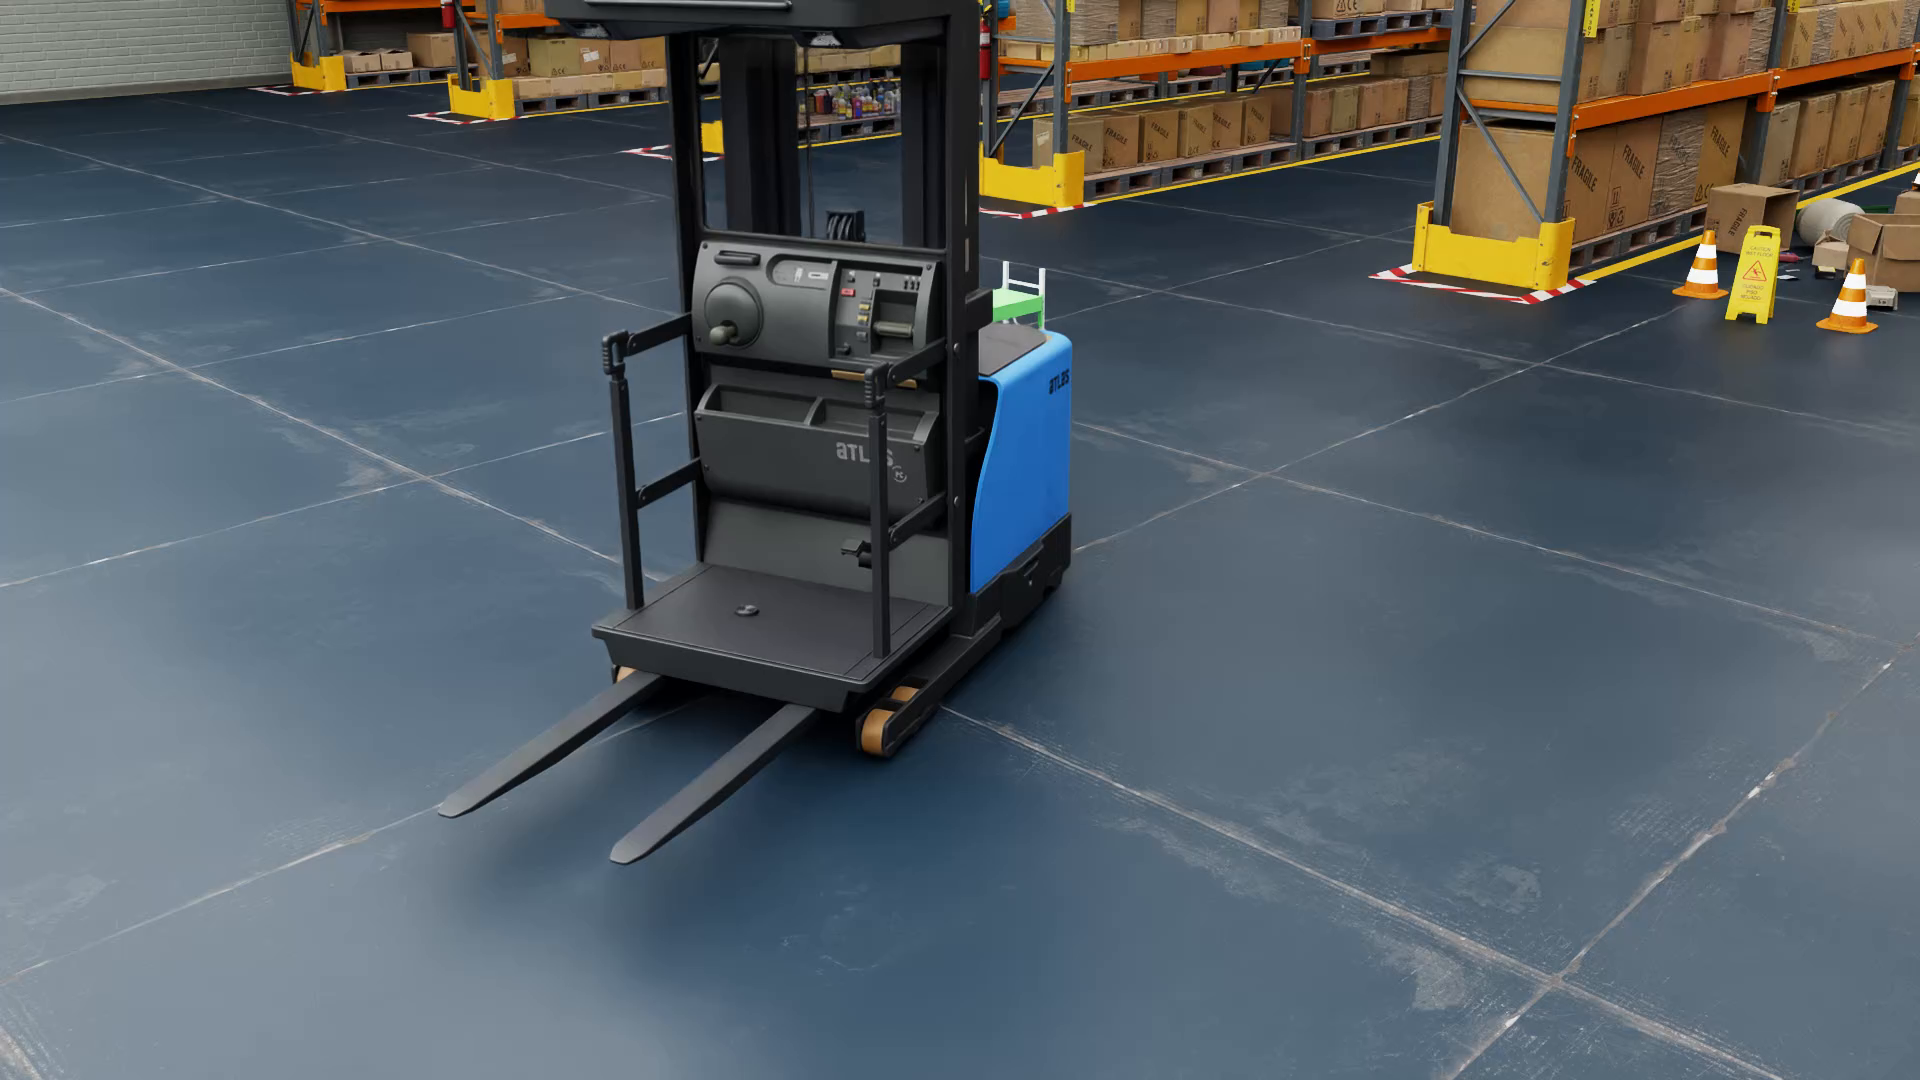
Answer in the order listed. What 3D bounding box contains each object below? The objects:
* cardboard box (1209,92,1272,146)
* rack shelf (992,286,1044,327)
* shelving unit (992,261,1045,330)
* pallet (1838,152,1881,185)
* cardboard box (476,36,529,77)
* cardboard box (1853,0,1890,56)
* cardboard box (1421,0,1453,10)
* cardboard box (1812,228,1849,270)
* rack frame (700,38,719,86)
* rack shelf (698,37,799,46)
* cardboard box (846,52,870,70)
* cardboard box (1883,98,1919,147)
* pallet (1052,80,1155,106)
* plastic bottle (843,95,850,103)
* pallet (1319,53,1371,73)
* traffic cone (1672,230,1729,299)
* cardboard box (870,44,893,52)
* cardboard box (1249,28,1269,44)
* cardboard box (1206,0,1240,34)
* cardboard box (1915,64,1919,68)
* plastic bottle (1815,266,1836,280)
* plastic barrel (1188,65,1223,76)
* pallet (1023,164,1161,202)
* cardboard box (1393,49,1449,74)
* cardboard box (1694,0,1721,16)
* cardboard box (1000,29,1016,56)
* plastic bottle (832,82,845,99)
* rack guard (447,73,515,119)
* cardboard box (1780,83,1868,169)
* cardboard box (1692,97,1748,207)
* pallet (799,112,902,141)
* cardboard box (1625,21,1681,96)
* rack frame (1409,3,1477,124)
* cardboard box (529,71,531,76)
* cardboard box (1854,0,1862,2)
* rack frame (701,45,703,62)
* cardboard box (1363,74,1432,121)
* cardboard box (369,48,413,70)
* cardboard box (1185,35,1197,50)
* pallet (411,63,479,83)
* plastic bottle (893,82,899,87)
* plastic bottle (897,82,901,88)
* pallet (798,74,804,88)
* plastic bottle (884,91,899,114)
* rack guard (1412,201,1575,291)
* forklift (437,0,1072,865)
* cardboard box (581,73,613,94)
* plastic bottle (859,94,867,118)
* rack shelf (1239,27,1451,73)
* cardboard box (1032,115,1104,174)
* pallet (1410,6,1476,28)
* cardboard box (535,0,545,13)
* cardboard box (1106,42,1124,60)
[{"bbox_3d":[3.102,-4.680,18.467,0.500,0.500,0.500,18,28,39],"label":"cardboard box"},{"bbox_3d":[0.115,-0.991,7.321,0.258,0.148,0.480,19,28,41],"label":"rack shelf"},{"bbox_3d":[0.115,-0.603,7.470,0.258,1.200,0.503,19,28,41],"label":"shelving unit"},{"bbox_3d":[9.079,-4.019,17.736,1.003,0.211,1.213,19,28,41],"label":"pallet"},{"bbox_3d":[-6.315,-6.670,22.950,0.500,0.500,0.500,19,28,41],"label":"cardboard box"},{"bbox_3d":[8.864,-5.111,16.553,0.500,0.500,0.500,19,28,40],"label":"cardboard box"},{"bbox_3d":[5.534,-6.697,20.092,0.500,0.500,0.700,-15,26,-34],"label":"cardboard box"},{"bbox_3d":[7.013,-2.297,13.180,0.258,0.266,0.396,-14,25,-33],"label":"cardboard box"},{"bbox_3d":[-2.929,-5.955,18.886,1.000,3.000,0.127,19,28,41],"label":"rack frame"},{"bbox_3d":[-1.534,-6.133,20.352,1.077,0.370,4.000,19,28,41],"label":"rack shelf"},{"bbox_3d":[-1.797,-7.706,26.690,0.500,0.250,0.500,-19,28,-41],"label":"cardboard box"},{"bbox_3d":[10.360,-4.651,18.394,0.500,0.500,0.500,18,27,38],"label":"cardboard box"},{"bbox_3d":[2.083,-6.520,24.243,1.003,0.211,1.213,19,28,41],"label":"pallet"},{"bbox_3d":[-1.440,-5.554,21.130,0.097,0.201,0.097,0,21,0],"label":"plastic bottle"},{"bbox_3d":[6.778,-8.251,28.748,1.003,0.211,1.213,19,28,41],"label":"pallet"},{"bbox_3d":[5.490,-2.045,12.249,0.336,0.463,0.334,19,28,41],"label":"traffic cone"},{"bbox_3d":[-1.442,-8.095,26.919,0.500,0.311,0.500,19,28,40],"label":"cardboard box"},{"bbox_3d":[3.072,-5.386,17.756,0.380,0.149,0.250,19,28,41],"label":"cardboard box"},{"bbox_3d":[2.401,-5.555,17.292,0.875,0.500,0.500,19,28,41],"label":"cardboard box"},{"bbox_3d":[11.046,-5.254,18.917,0.500,0.250,0.500,20,28,41],"label":"cardboard box"},{"bbox_3d":[6.716,-2.082,12.905,0.133,0.061,0.283,9,23,23],"label":"plastic bottle"},{"bbox_3d":[3.768,-7.502,25.687,0.600,0.588,0.708,19,28,41],"label":"plastic barrel"},{"bbox_3d":[1.264,-3.633,16.732,1.003,0.211,1.213,19,28,41],"label":"pallet"},{"bbox_3d":[5.754,-5.980,20.778,0.500,0.250,0.500,-19,28,-40],"label":"cardboard box"},{"bbox_3d":[5.835,-4.689,13.878,0.875,0.550,0.550,19,28,41],"label":"cardboard box"},{"bbox_3d":[0.702,-8.735,28.990,0.500,0.500,0.500,18,27,39],"label":"cardboard box"},{"bbox_3d":[-1.557,-5.642,21.153,0.185,0.351,0.144,-19,28,-40],"label":"plastic bottle"},{"bbox_3d":[-6.493,-6.022,22.546,1.175,0.500,0.348,19,28,41],"label":"rack guard"},{"bbox_3d":[8.587,-4.290,17.106,0.750,0.750,1.050,-20,28,-41],"label":"cardboard box"},{"bbox_3d":[6.404,-3.536,14.969,0.875,0.875,0.875,-20,28,-41],"label":"cardboard box"},{"bbox_3d":[-1.489,-5.204,20.819,1.003,0.211,1.213,19,28,41],"label":"pallet"},{"bbox_3d":[5.178,-3.884,13.289,0.875,0.550,0.550,19,28,41],"label":"cardboard box"},{"bbox_3d":[6.200,-6.771,21.011,1.000,3.000,0.127,19,28,41],"label":"rack frame"},{"bbox_3d":[-5.973,-6.451,23.425,0.500,0.250,0.500,19,28,41],"label":"cardboard box"},{"bbox_3d":[8.655,-5.642,16.539,0.700,0.500,0.500,19,28,40],"label":"cardboard box"},{"bbox_3d":[-3.685,-8.223,24.789,1.000,3.000,0.127,19,28,41],"label":"rack frame"},{"bbox_3d":[5.369,-5.487,20.540,0.700,0.500,0.500,16,26,36],"label":"cardboard box"},{"bbox_3d":[-9.083,-7.686,26.526,0.500,0.311,0.500,-17,27,-38],"label":"cardboard box"},{"bbox_3d":[2.184,-5.070,16.935,0.380,0.149,0.250,19,28,41],"label":"cardboard box"},{"bbox_3d":[-8.532,-7.664,27.220,1.003,0.211,1.213,19,28,41],"label":"pallet"},{"bbox_3d":[-0.881,-5.855,21.809,0.135,0.276,0.152,-19,28,-40],"label":"plastic bottle"},{"bbox_3d":[-0.805,-5.832,21.739,0.061,0.283,0.133,19,28,41],"label":"plastic bottle"},{"bbox_3d":[-3.199,-7.121,25.807,1.003,0.211,1.213,19,28,41],"label":"pallet"},{"bbox_3d":[-0.857,-5.506,20.902,0.135,0.276,0.152,-20,28,-41],"label":"plastic bottle"},{"bbox_3d":[4.086,-2.275,12.796,1.175,0.500,0.348,19,28,41],"label":"rack guard"},{"bbox_3d":[-0.601,-0.804,5.582,1.130,2.935,3.031,9,23,23],"label":"forklift"},{"bbox_3d":[-5.247,-6.448,23.416,0.500,0.250,0.500,19,28,41],"label":"cardboard box"},{"bbox_3d":[-1.202,-5.363,20.535,0.097,0.271,0.097,0,21,0],"label":"plastic bottle"},{"bbox_3d":[4.805,-5.921,19.802,1.077,0.370,4.000,19,28,41],"label":"rack shelf"},{"bbox_3d":[1.067,-3.900,16.440,0.500,0.500,0.500,-14,25,-32],"label":"cardboard box"},{"bbox_3d":[5.779,-6.472,20.499,1.213,0.211,1.003,19,28,41],"label":"pallet"},{"bbox_3d":[-5.778,-7.495,22.754,0.500,0.500,0.700,-19,28,-41],"label":"cardboard box"},{"bbox_3d":[1.362,-4.731,16.053,0.380,0.149,0.250,19,28,41],"label":"cardboard box"}]
